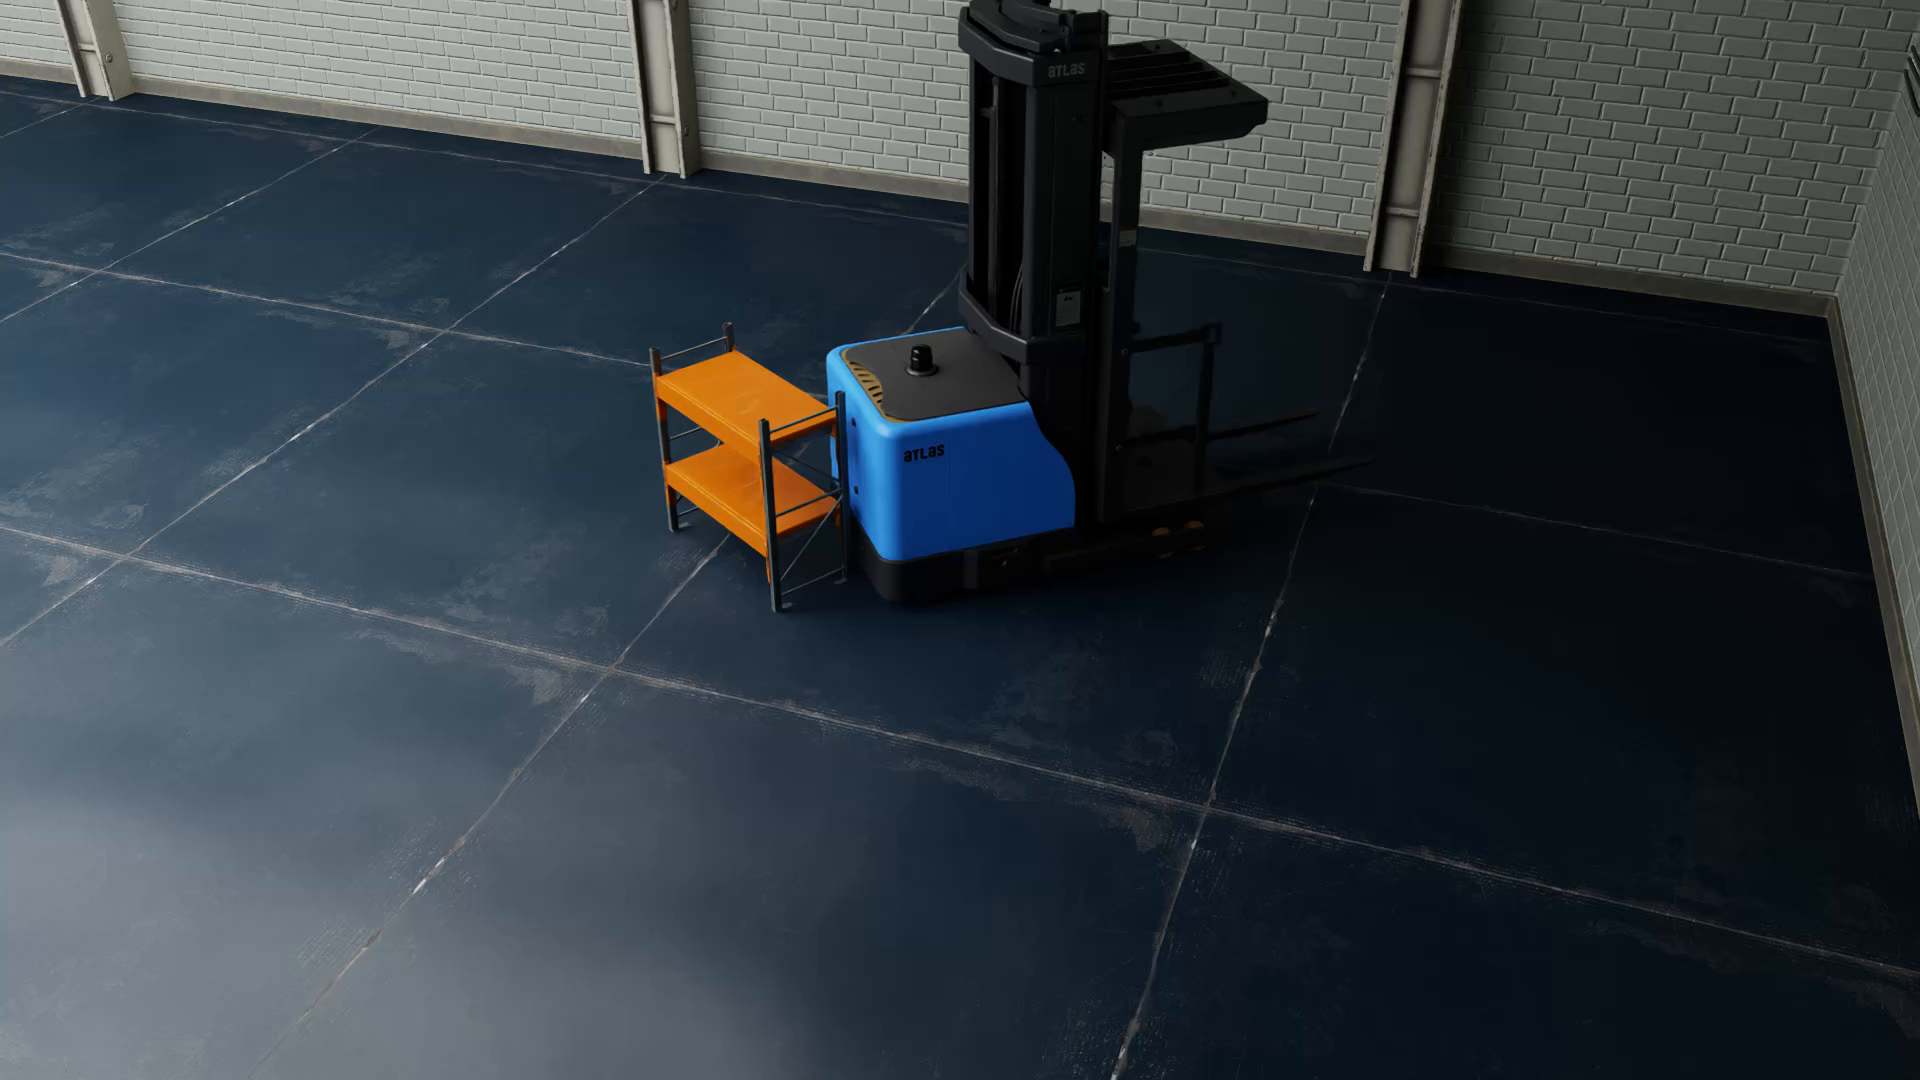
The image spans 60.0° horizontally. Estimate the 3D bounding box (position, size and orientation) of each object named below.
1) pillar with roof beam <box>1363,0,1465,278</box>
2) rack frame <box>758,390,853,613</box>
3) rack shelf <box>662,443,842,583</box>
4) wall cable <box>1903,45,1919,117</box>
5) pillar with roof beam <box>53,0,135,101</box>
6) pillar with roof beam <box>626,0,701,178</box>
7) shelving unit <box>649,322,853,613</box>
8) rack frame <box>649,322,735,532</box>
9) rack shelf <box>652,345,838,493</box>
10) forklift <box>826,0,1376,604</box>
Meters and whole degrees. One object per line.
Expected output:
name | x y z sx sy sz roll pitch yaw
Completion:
pillar with roof beam | 1.771 -3.620 6.529 0.400 9.000 9.100 11 34 16
rack frame | -0.774 -0.186 8.469 0.500 1.125 0.032 -24 40 -32
rack shelf | -1.099 -0.193 8.930 0.538 0.278 1.000 -24 40 -32
wall cable | 5.551 -3.299 8.895 0.112 2.526 3.097 11 34 16
pillar with roof beam | -9.525 -5.816 9.930 0.400 9.000 9.100 11 34 16
pillar with roof beam | -3.877 -4.718 8.229 0.400 9.000 9.100 11 34 16
shelving unit | -1.099 -0.398 8.798 0.538 1.125 1.048 -24 40 -32
rack frame | -1.424 -0.610 9.126 0.500 1.125 0.032 -24 40 -32
rack shelf | -1.099 -0.644 8.639 0.538 0.278 1.000 -24 40 -32
forklift | 0.849 -1.389 8.667 3.031 2.935 1.130 -11 35 -17
